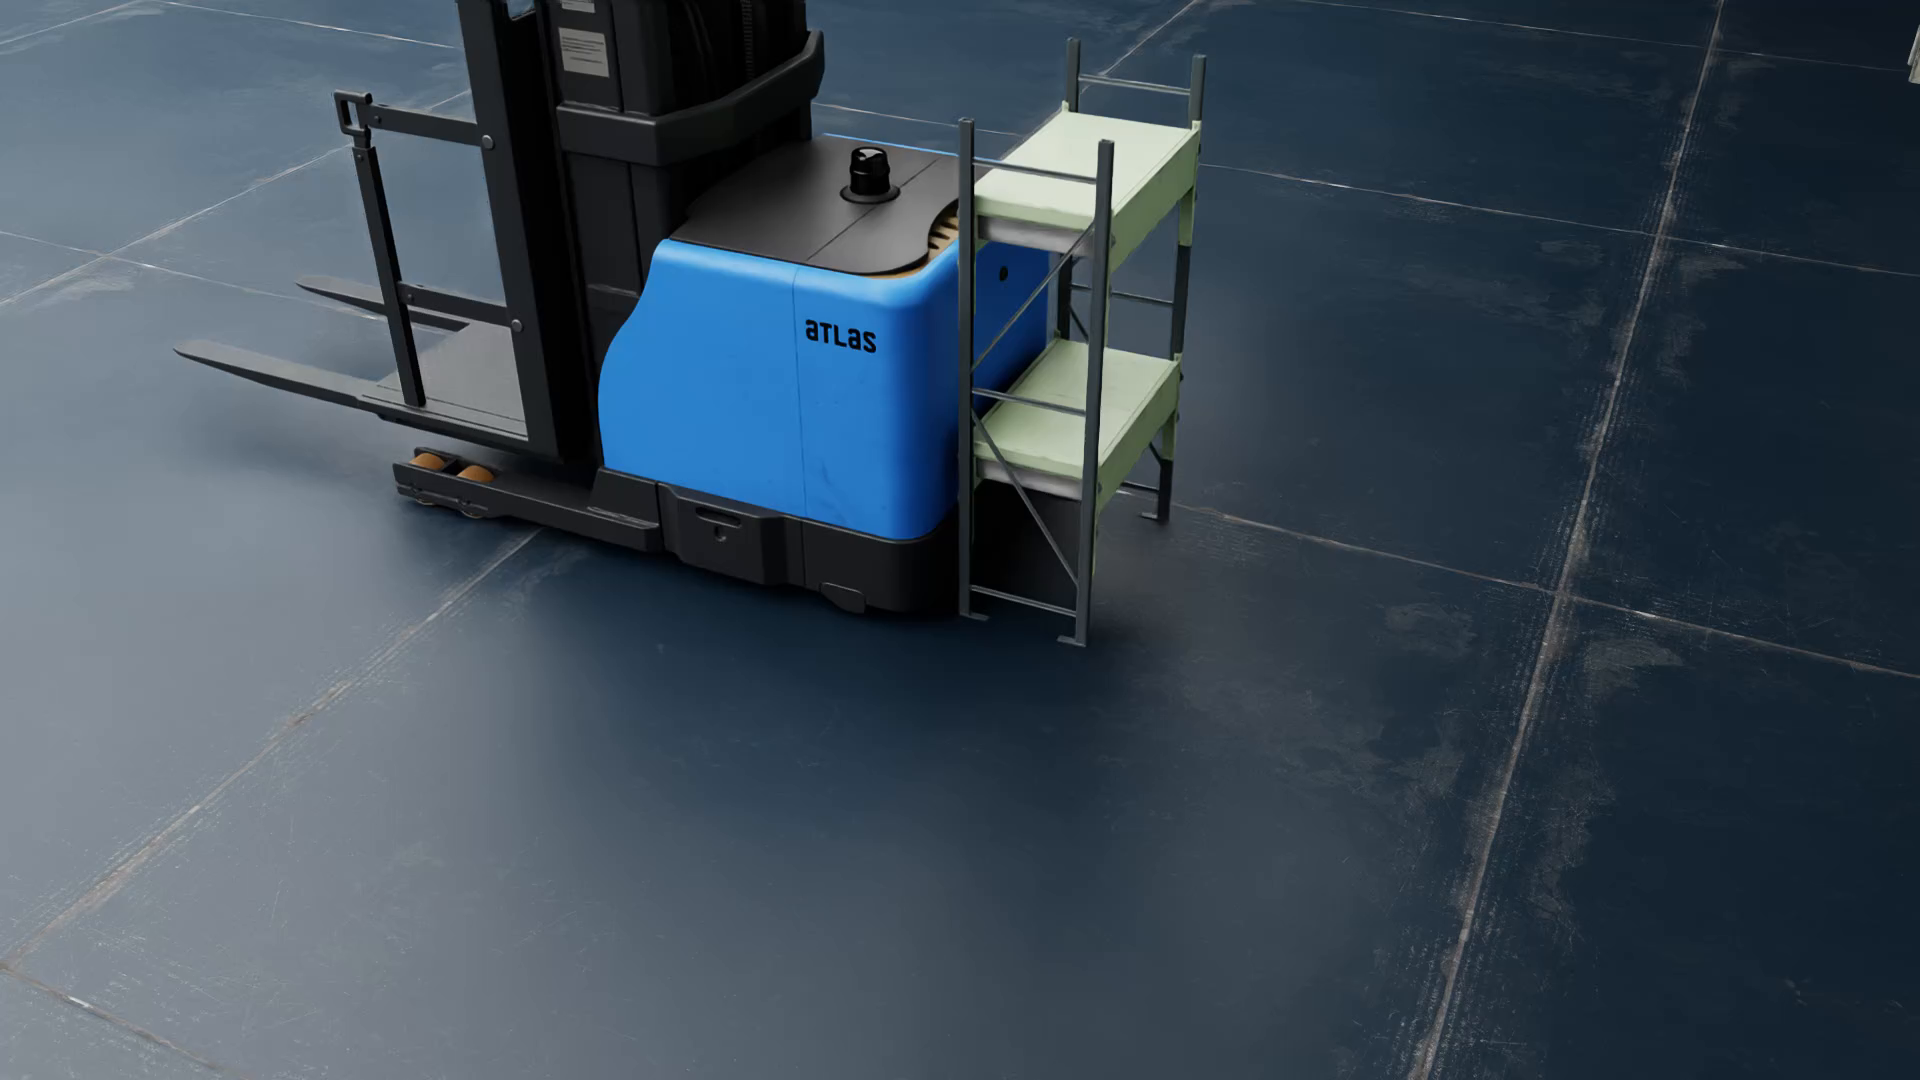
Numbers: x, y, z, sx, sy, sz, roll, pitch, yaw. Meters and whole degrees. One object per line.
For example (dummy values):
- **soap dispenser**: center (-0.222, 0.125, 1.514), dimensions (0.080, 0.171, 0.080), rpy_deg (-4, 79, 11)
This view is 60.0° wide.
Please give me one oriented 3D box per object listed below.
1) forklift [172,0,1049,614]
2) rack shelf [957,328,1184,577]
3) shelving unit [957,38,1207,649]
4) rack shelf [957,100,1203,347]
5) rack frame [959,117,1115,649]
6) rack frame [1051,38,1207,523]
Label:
- **forklift**: center (-1.272, -1.542, 4.929), dimensions (3.031, 2.935, 1.130), rpy_deg (14, 36, 20)
- **rack shelf**: center (0.334, -0.276, 4.897), dimensions (0.431, 0.370, 0.720), rpy_deg (14, 36, 20)
- **shelving unit**: center (0.334, -0.548, 4.719), dimensions (0.431, 1.500, 0.755), rpy_deg (14, 36, 20)
- **rack shelf**: center (0.334, -0.875, 4.505), dimensions (0.431, 0.370, 0.720), rpy_deg (14, 36, 20)
- **rack frame**: center (0.183, -0.366, 4.440), dimensions (0.400, 1.500, 0.023), rpy_deg (14, 36, 20)
- **rack frame**: center (0.485, -0.731, 4.997), dimensions (0.400, 1.500, 0.023), rpy_deg (14, 36, 20)
